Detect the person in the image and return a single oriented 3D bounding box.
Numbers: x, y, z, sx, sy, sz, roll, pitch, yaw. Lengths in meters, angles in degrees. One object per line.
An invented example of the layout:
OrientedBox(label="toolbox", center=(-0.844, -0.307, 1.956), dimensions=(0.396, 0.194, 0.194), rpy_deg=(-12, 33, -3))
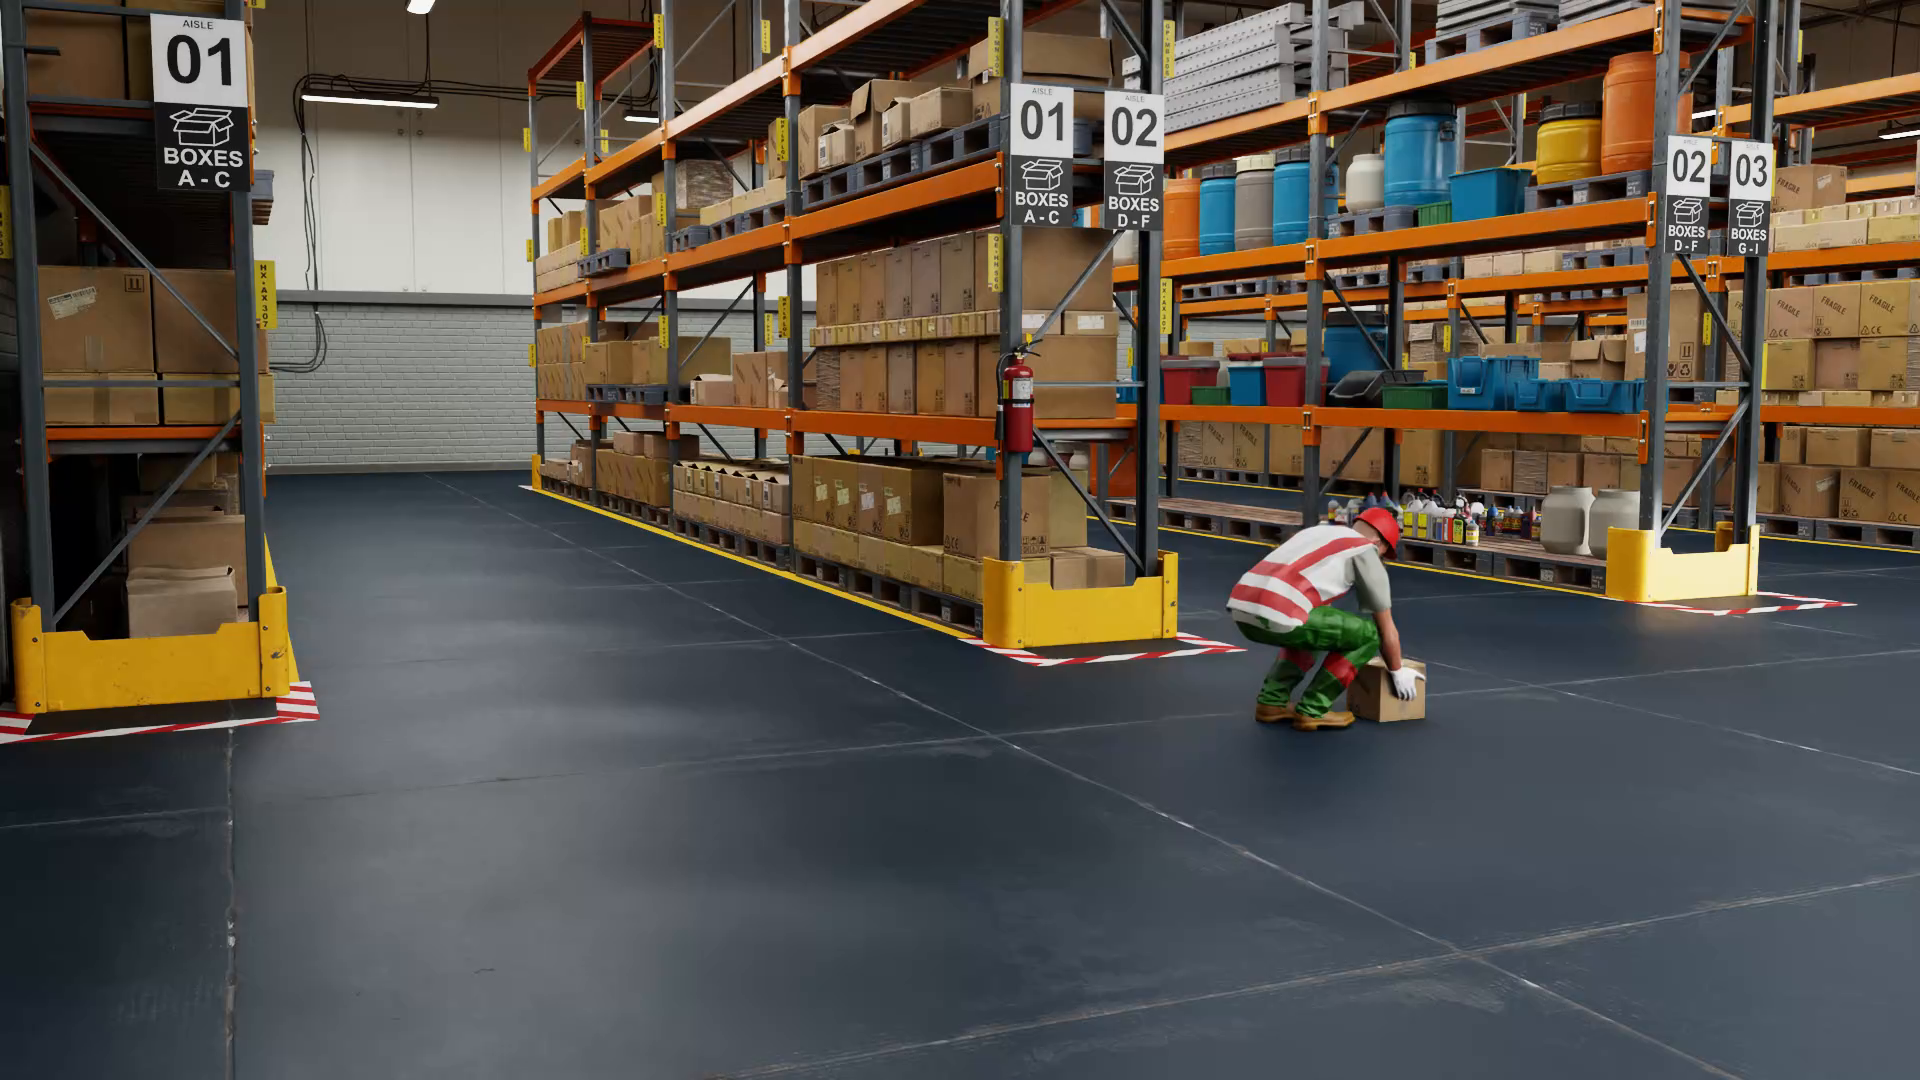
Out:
OrientedBox(label="person", center=(1.655, 0.471, 7.449), dimensions=(0.925, 0.873, 0.535), rpy_deg=(-2, 6, -24))
